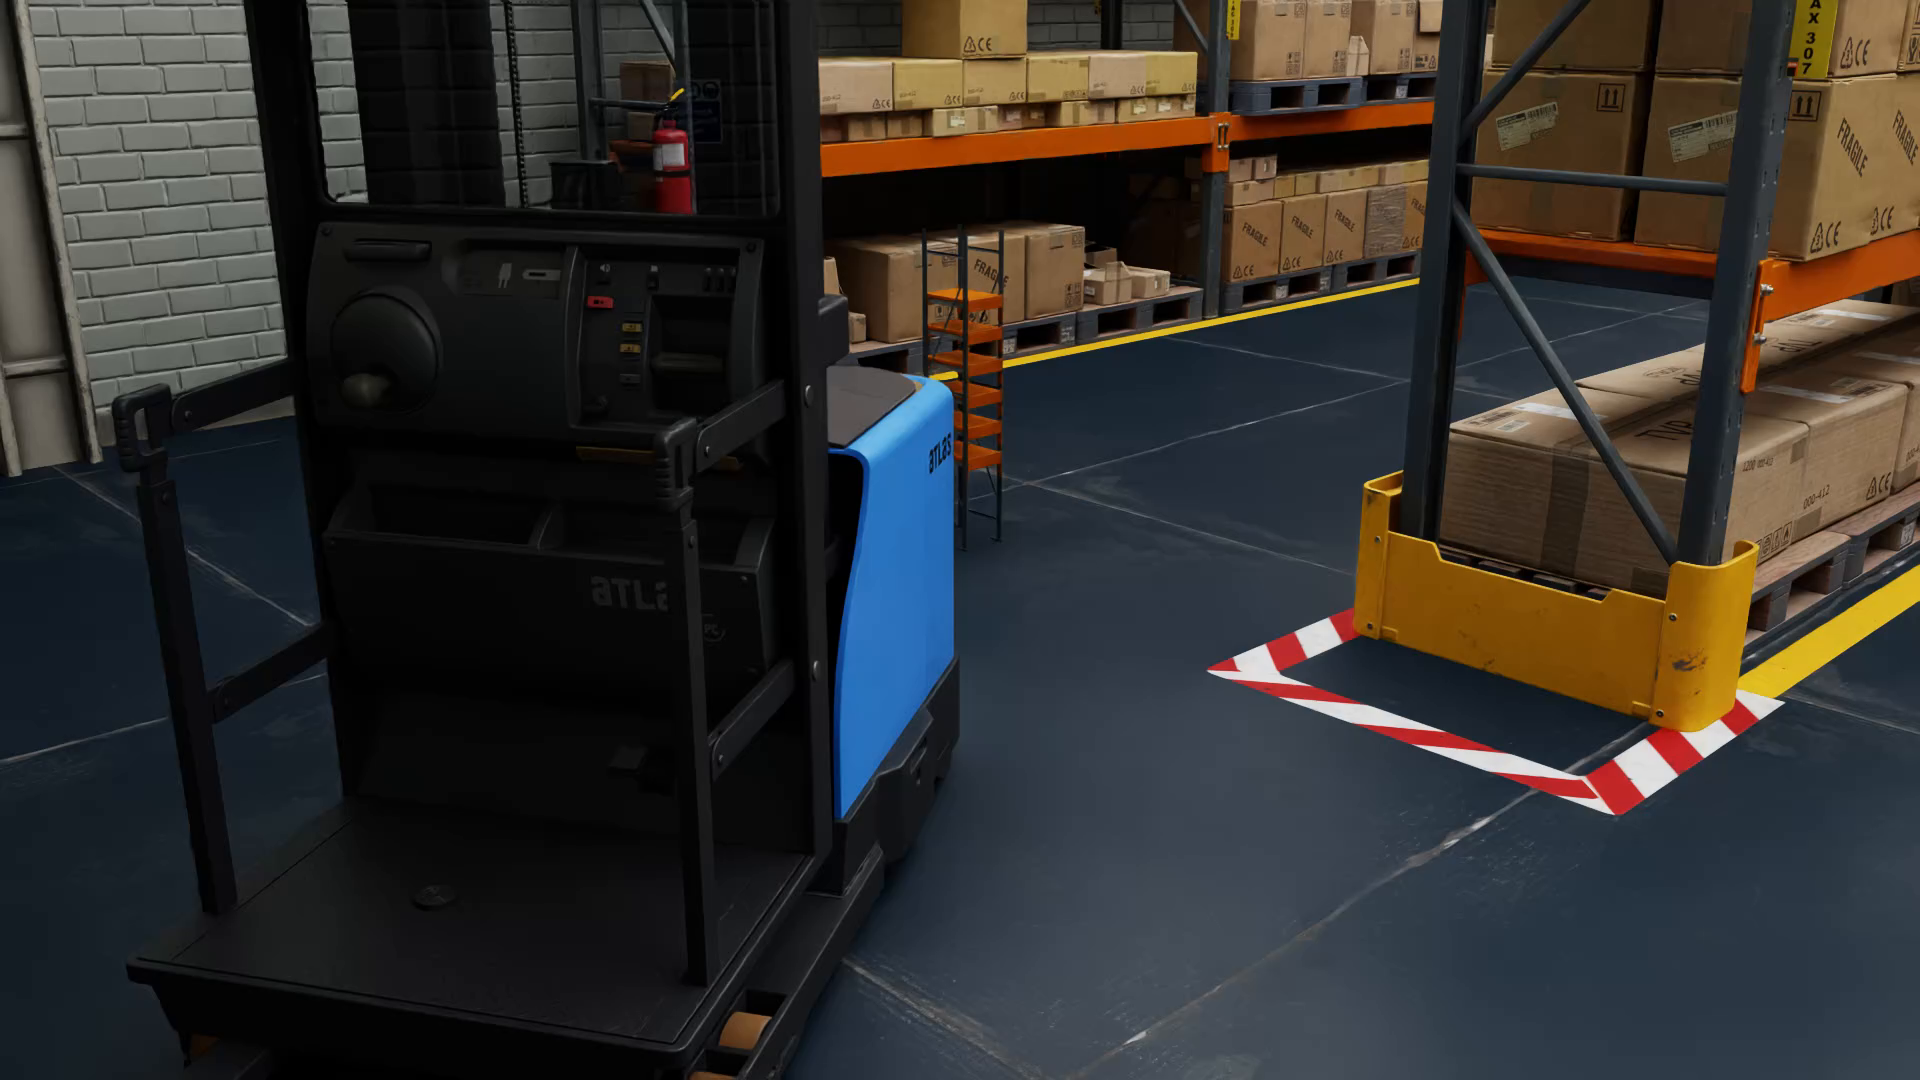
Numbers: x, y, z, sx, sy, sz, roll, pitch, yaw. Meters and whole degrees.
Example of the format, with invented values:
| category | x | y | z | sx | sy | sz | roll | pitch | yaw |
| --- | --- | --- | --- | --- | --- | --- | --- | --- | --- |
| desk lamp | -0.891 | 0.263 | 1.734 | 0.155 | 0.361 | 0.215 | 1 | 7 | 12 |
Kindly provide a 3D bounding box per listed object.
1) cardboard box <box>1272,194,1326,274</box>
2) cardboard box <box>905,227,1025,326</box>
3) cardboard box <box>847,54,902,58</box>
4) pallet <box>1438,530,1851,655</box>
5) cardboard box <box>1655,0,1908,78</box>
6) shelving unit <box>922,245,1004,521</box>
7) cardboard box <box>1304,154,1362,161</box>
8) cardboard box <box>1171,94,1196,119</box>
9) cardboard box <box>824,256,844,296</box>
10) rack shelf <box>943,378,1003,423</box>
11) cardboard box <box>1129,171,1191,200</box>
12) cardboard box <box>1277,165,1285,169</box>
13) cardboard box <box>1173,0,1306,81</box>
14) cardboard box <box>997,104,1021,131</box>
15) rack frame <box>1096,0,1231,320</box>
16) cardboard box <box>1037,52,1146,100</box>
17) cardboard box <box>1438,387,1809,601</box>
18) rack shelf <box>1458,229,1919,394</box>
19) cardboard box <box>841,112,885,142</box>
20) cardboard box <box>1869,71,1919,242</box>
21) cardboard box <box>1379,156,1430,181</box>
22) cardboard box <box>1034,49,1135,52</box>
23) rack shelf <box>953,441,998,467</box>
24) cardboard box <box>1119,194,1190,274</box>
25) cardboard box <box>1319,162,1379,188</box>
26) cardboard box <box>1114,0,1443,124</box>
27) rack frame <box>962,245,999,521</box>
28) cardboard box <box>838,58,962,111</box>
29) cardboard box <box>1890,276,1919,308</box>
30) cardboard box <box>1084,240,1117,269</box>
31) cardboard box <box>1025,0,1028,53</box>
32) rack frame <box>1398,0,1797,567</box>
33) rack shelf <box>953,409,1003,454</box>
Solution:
| category | x | y | z | sx | sy | sz | roll | pitch | yaw |
| --- | --- | --- | --- | --- | --- | --- | --- | --- | --- |
| cardboard box | 2.210 | -2.174 | 11.700 | 0.500 | 0.500 | 0.500 | -17 | 24 | -42 |
| cardboard box | 0.028 | -1.530 | 9.713 | 0.500 | 0.500 | 0.500 | -16 | 24 | -40 |
| cardboard box | -0.312 | -2.700 | 9.709 | 0.500 | 0.250 | 0.500 | -16 | 24 | -41 |
| pallet | 2.358 | 0.102 | 5.828 | 1.213 | 0.211 | 1.003 | -16 | 24 | -41 |
| cardboard box | 2.375 | -1.599 | 4.768 | 0.500 | 0.500 | 0.500 | -17 | 25 | -42 |
| shelving unit | 0.011 | -0.574 | 6.310 | 0.183 | 1.046 | 0.258 | -16 | 24 | -41 |
| cardboard box | 2.882 | -2.899 | 12.883 | 0.250 | 0.149 | 0.380 | -17 | 24 | -42 |
| cardboard box | 1.266 | -2.753 | 10.520 | 0.250 | 0.149 | 0.380 | -16 | 24 | -40 |
| cardboard box | -1.073 | -1.270 | 8.904 | 0.797 | 0.503 | 0.637 | 17 | 24 | 42 |
| rack shelf | 0.011 | -0.532 | 6.323 | 0.180 | 0.103 | 0.258 | -16 | 24 | -41 |
| cardboard box | 1.393 | -2.459 | 11.524 | 0.380 | 0.149 | 0.250 | 17 | 24 | 42 |
| cardboard box | 2.156 | -2.675 | 12.193 | 0.250 | 0.149 | 0.380 | -15 | 23 | -39 |
| cardboard box | 1.829 | -3.296 | 10.945 | 0.500 | 0.500 | 0.700 | -15 | 24 | -39 |
| cardboard box | 0.132 | -2.430 | 9.523 | 0.250 | 0.149 | 0.380 | -16 | 24 | -41 |
| rack frame | 1.324 | -2.997 | 10.864 | 0.127 | 3.000 | 1.000 | -16 | 24 | -41 |
| cardboard box | 0.767 | -2.795 | 10.002 | 0.500 | 0.250 | 0.500 | -16 | 24 | -41 |
| cardboard box | 2.241 | -0.181 | 5.652 | 0.875 | 0.438 | 0.875 | 17 | 24 | 42 |
| rack shelf | 3.284 | -1.119 | 6.239 | 4.000 | 0.370 | 1.077 | -16 | 24 | -41 |
| cardboard box | -0.610 | -2.205 | 8.830 | 0.250 | 0.149 | 0.380 | -15 | 23 | -39 |
| cardboard box | 2.725 | -1.236 | 5.271 | 0.500 | 0.500 | 0.500 | -17 | 24 | -42 |
| cardboard box | 3.424 | -2.846 | 12.718 | 0.250 | 0.149 | 0.380 | -15 | 23 | -39 |
| cardboard box | 0.778 | -3.022 | 10.704 | 0.500 | 0.250 | 0.500 | -17 | 24 | -41 |
| rack shelf | 0.011 | -0.329 | 6.388 | 0.171 | 0.034 | 0.221 | -16 | 24 | -41 |
| cardboard box | 1.477 | -2.178 | 11.710 | 0.500 | 0.500 | 0.500 | -16 | 24 | -41 |
| cardboard box | 2.849 | -2.687 | 12.228 | 0.250 | 0.149 | 0.380 | -16 | 24 | -41 |
| cardboard box | 2.058 | -3.298 | 11.286 | 3.665 | 0.713 | 0.828 | -15 | 24 | -39 |
| rack frame | 0.076 | -0.593 | 6.369 | 0.002 | 1.046 | 0.228 | -16 | 24 | -41 |
| cardboard box | -0.336 | -2.470 | 9.000 | 0.500 | 0.250 | 0.500 | -17 | 24 | -42 |
| cardboard box | 5.132 | -1.223 | 8.159 | 0.875 | 0.875 | 0.875 | -15 | 23 | -39 |
| cardboard box | 0.681 | -1.830 | 10.945 | 0.500 | 0.311 | 0.500 | -15 | 23 | -39 |
| cardboard box | 0.059 | -3.168 | 9.936 | 0.500 | 0.500 | 0.500 | -17 | 25 | -42 |
| rack frame | 1.830 | -1.038 | 4.821 | 0.127 | 3.000 | 1.000 | -16 | 24 | -41 |
| rack shelf | 0.011 | -0.417 | 6.360 | 0.180 | 0.103 | 0.258 | -16 | 24 | -41 |
